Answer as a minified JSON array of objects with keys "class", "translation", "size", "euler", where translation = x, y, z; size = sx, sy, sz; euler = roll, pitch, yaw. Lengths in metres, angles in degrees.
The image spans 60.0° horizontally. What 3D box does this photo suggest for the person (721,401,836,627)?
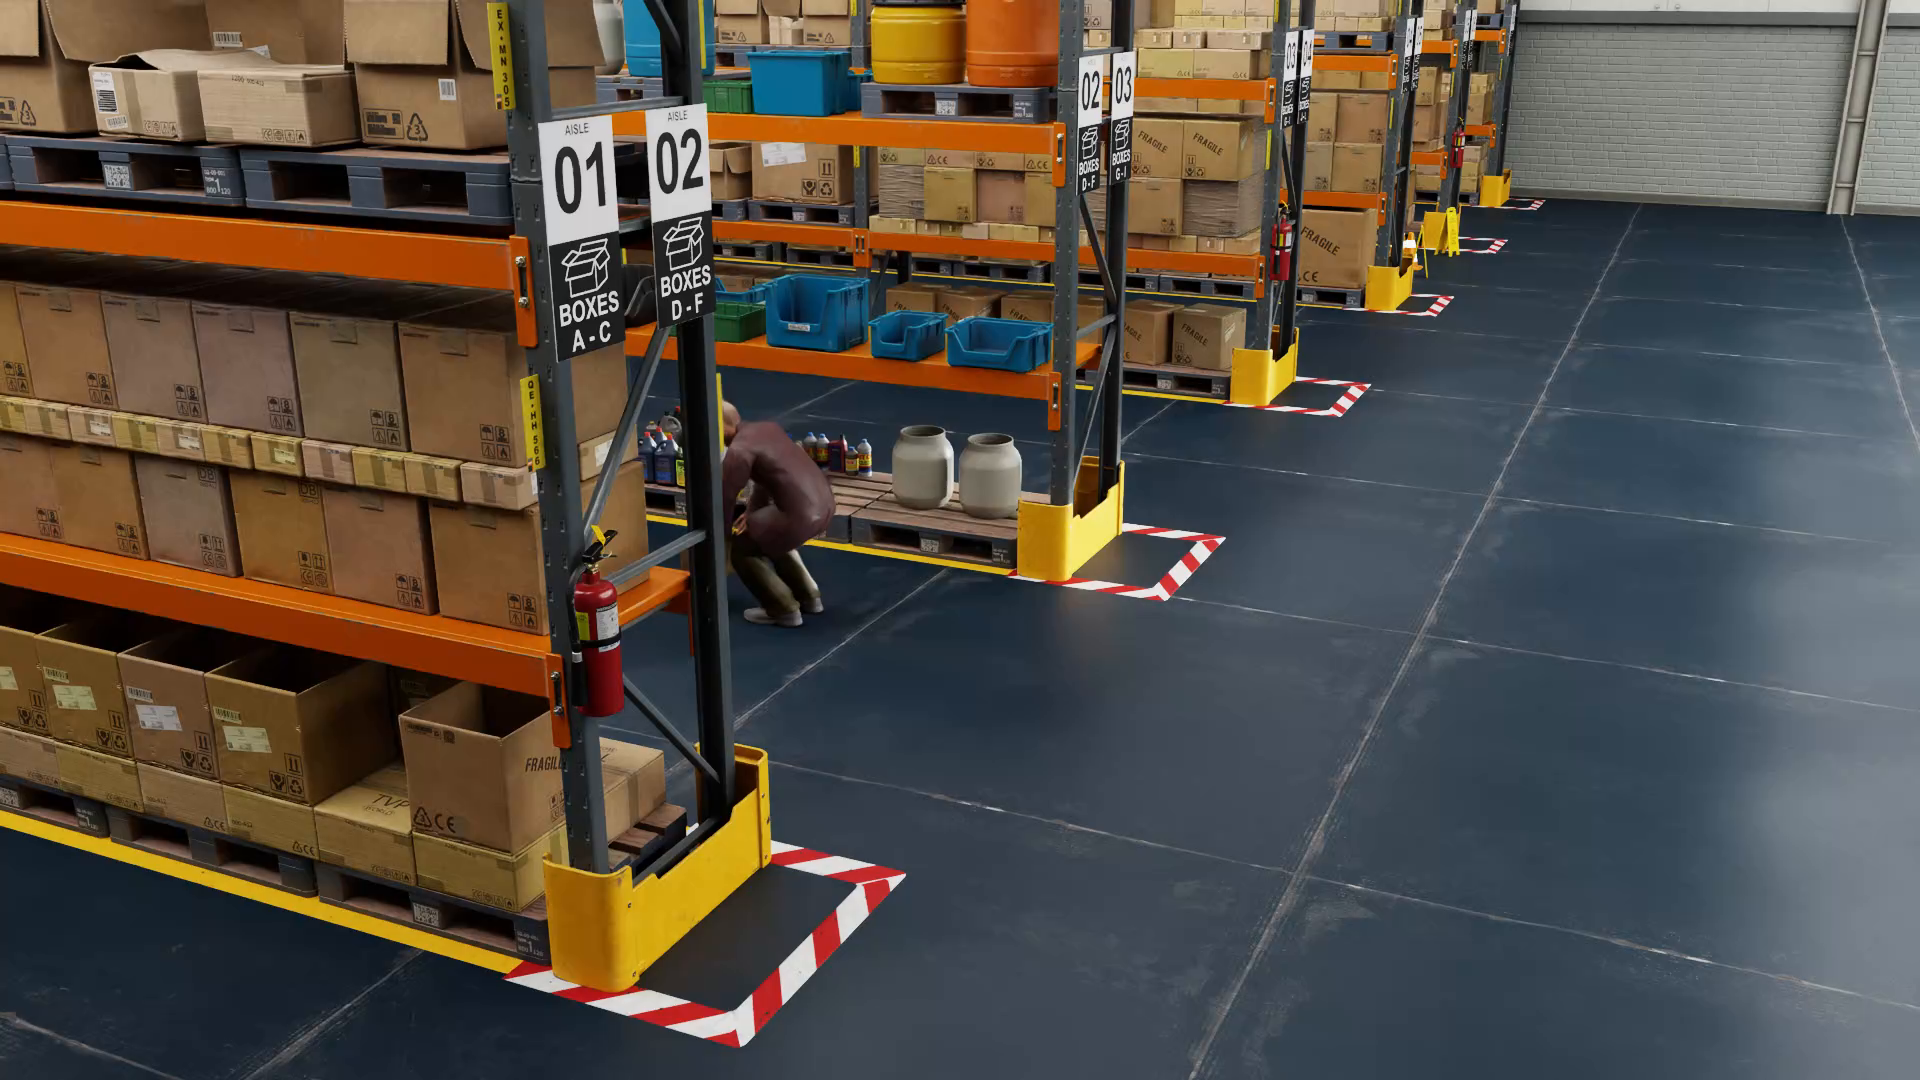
[{"class":"person","translation":[-1.121,-0.159,9.792],"size":[0.776,1.306,0.634],"euler":[8,20,23]}]
